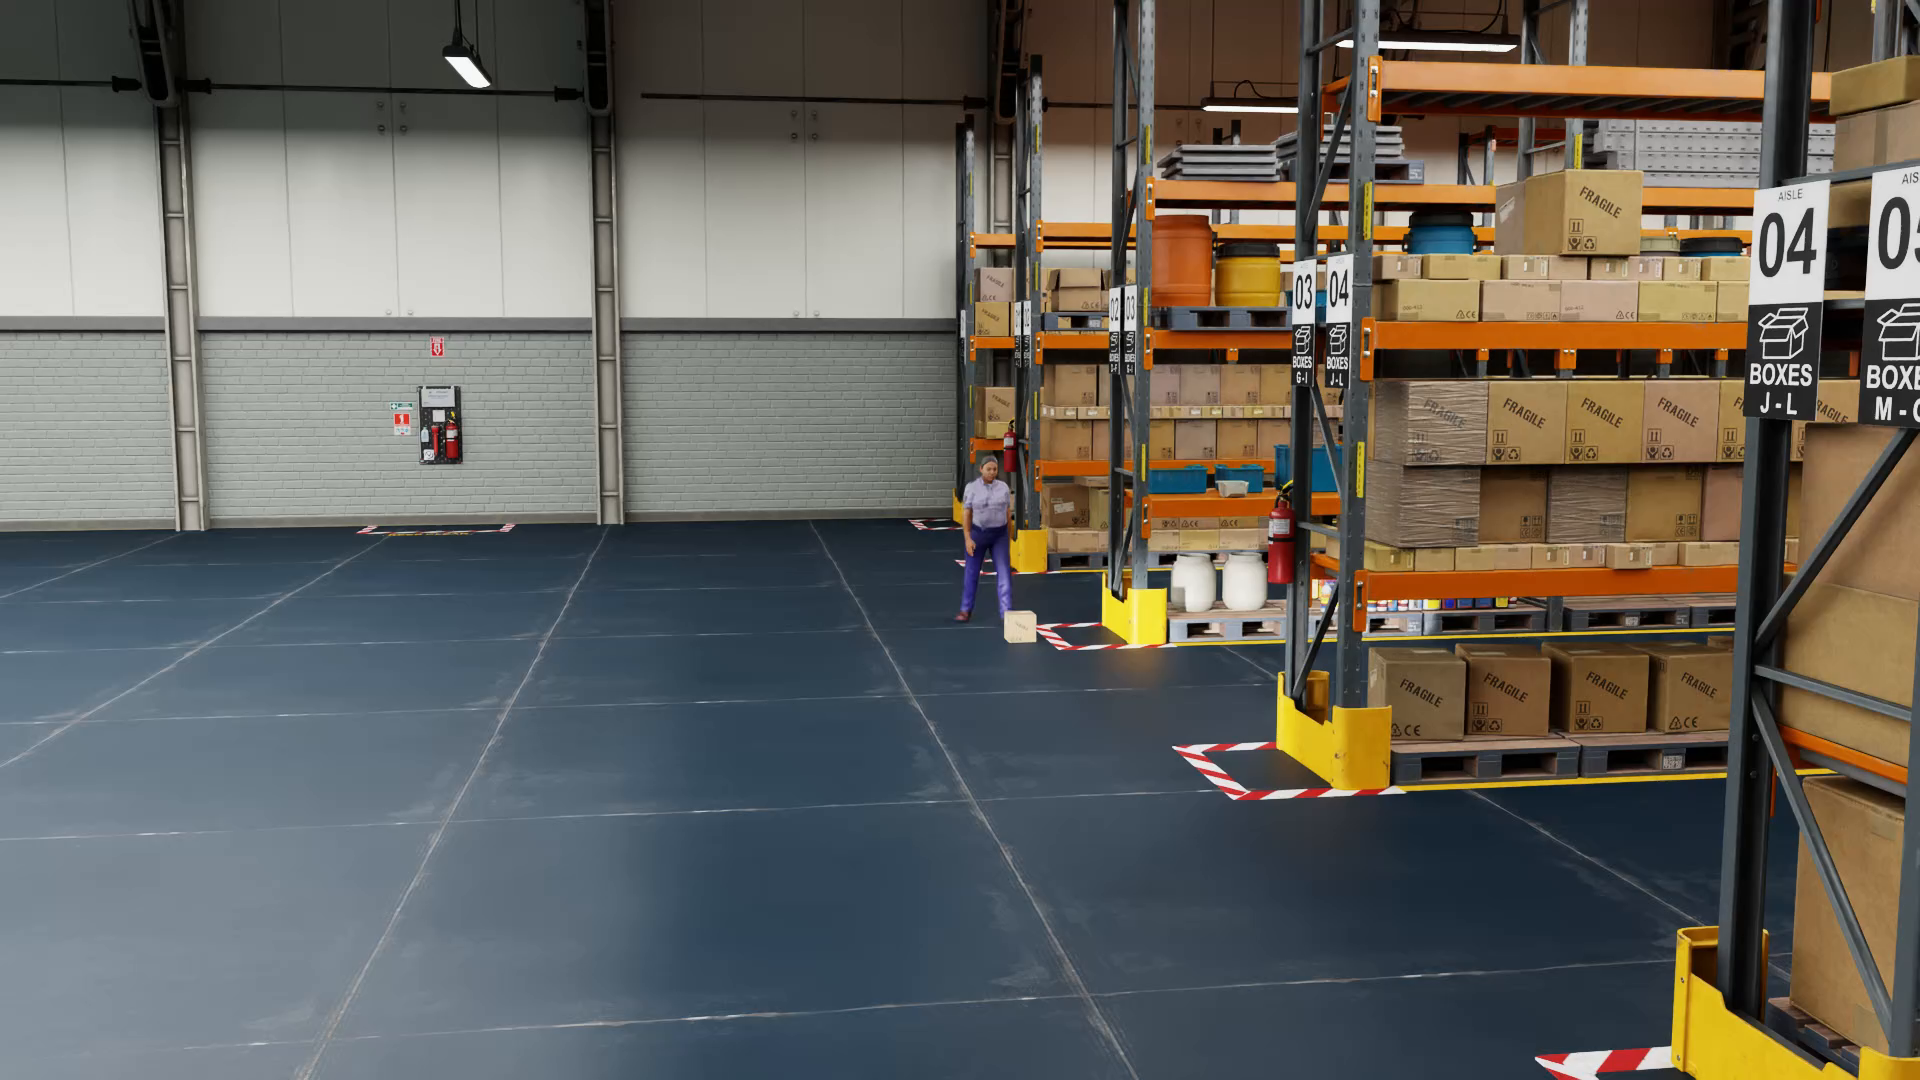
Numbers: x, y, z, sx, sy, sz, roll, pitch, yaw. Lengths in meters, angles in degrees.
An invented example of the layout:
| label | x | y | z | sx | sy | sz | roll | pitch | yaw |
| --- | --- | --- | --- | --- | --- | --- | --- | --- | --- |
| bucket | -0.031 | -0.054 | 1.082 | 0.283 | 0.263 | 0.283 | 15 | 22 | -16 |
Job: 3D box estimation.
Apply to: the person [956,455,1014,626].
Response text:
| label | x | y | z | sx | sy | sz | roll | pitch | yaw |
| --- | --- | --- | --- | --- | --- | --- | --- | --- | --- |
| person | 0.249 | 0.002 | 15.884 | 0.529 | 1.639 | 0.712 | -1 | 7 | -12 |
